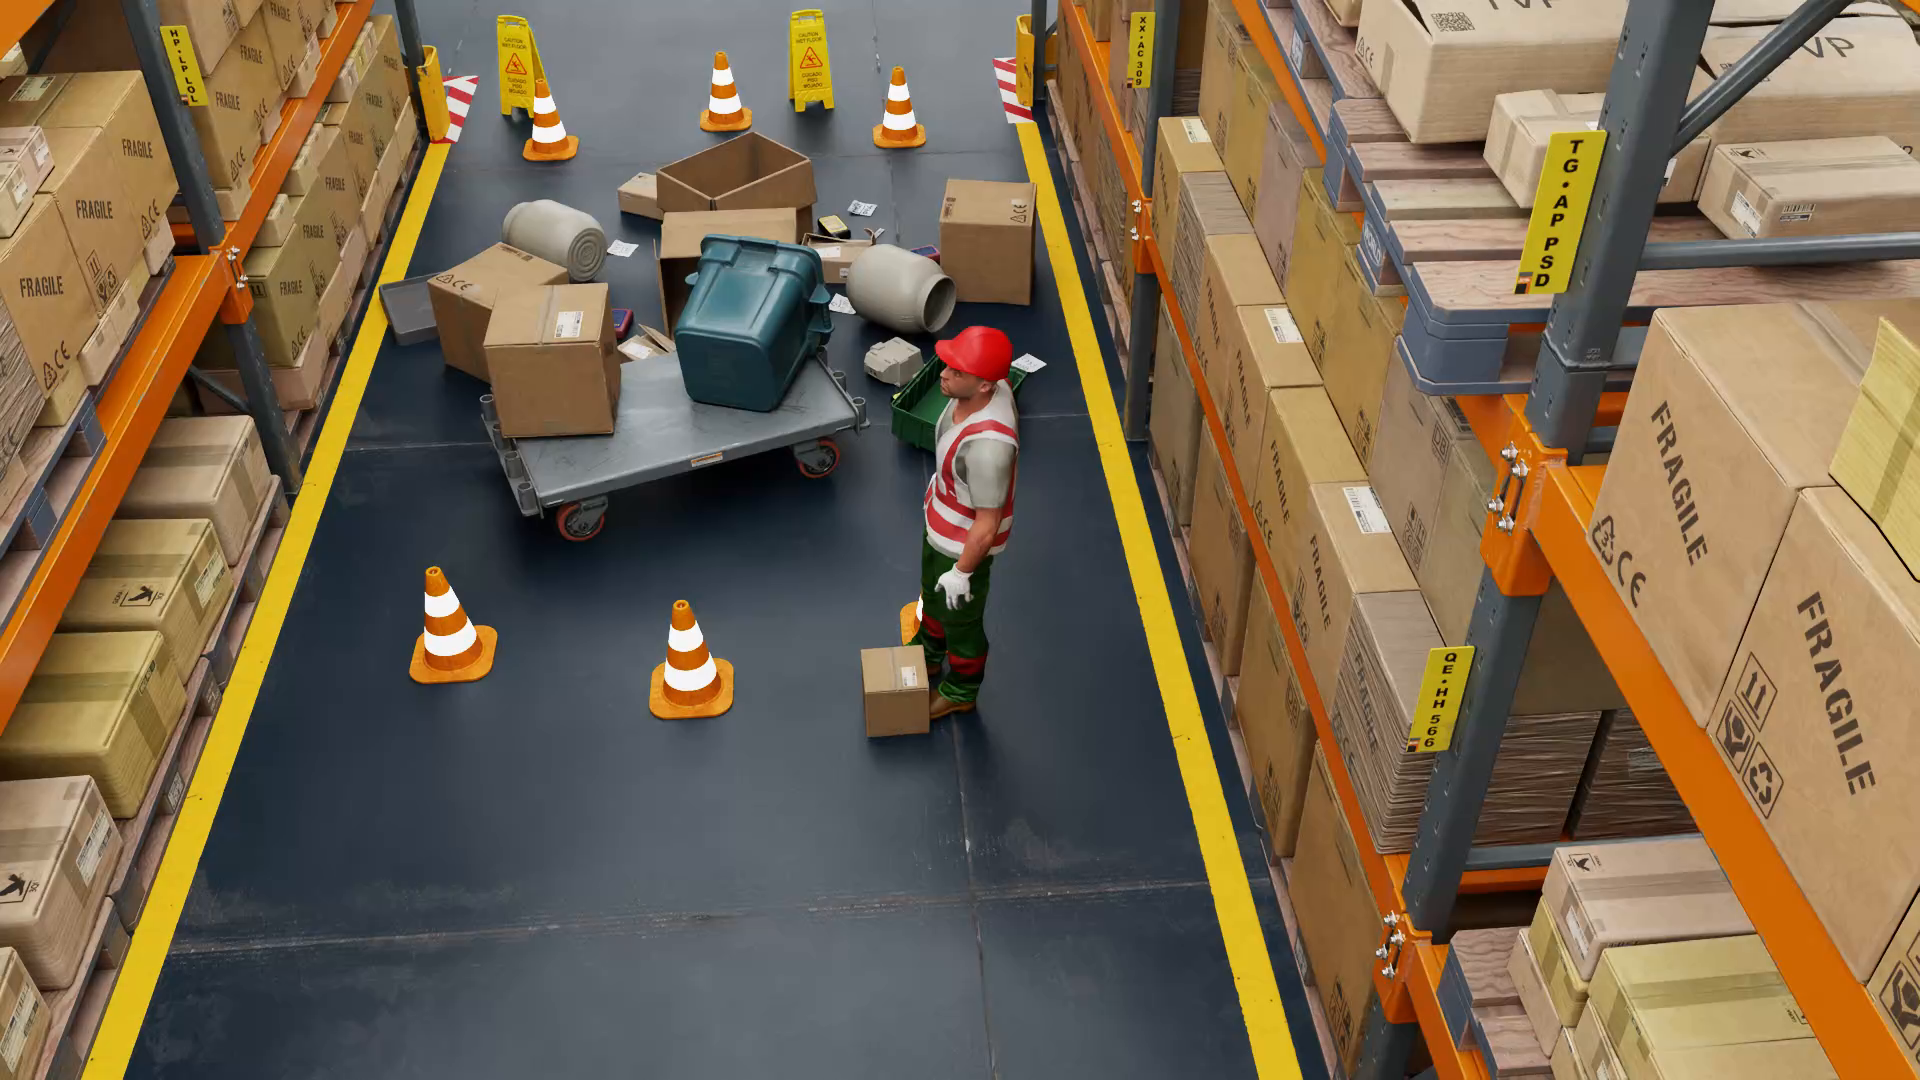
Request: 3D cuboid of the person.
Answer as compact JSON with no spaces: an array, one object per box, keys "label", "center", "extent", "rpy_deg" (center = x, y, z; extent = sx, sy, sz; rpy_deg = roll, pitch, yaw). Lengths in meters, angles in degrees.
[{"label":"person","center":[-0.069,-0.038,6.167],"extent":[0.564,1.787,0.638],"rpy_deg":[-3,39,-4]}]
